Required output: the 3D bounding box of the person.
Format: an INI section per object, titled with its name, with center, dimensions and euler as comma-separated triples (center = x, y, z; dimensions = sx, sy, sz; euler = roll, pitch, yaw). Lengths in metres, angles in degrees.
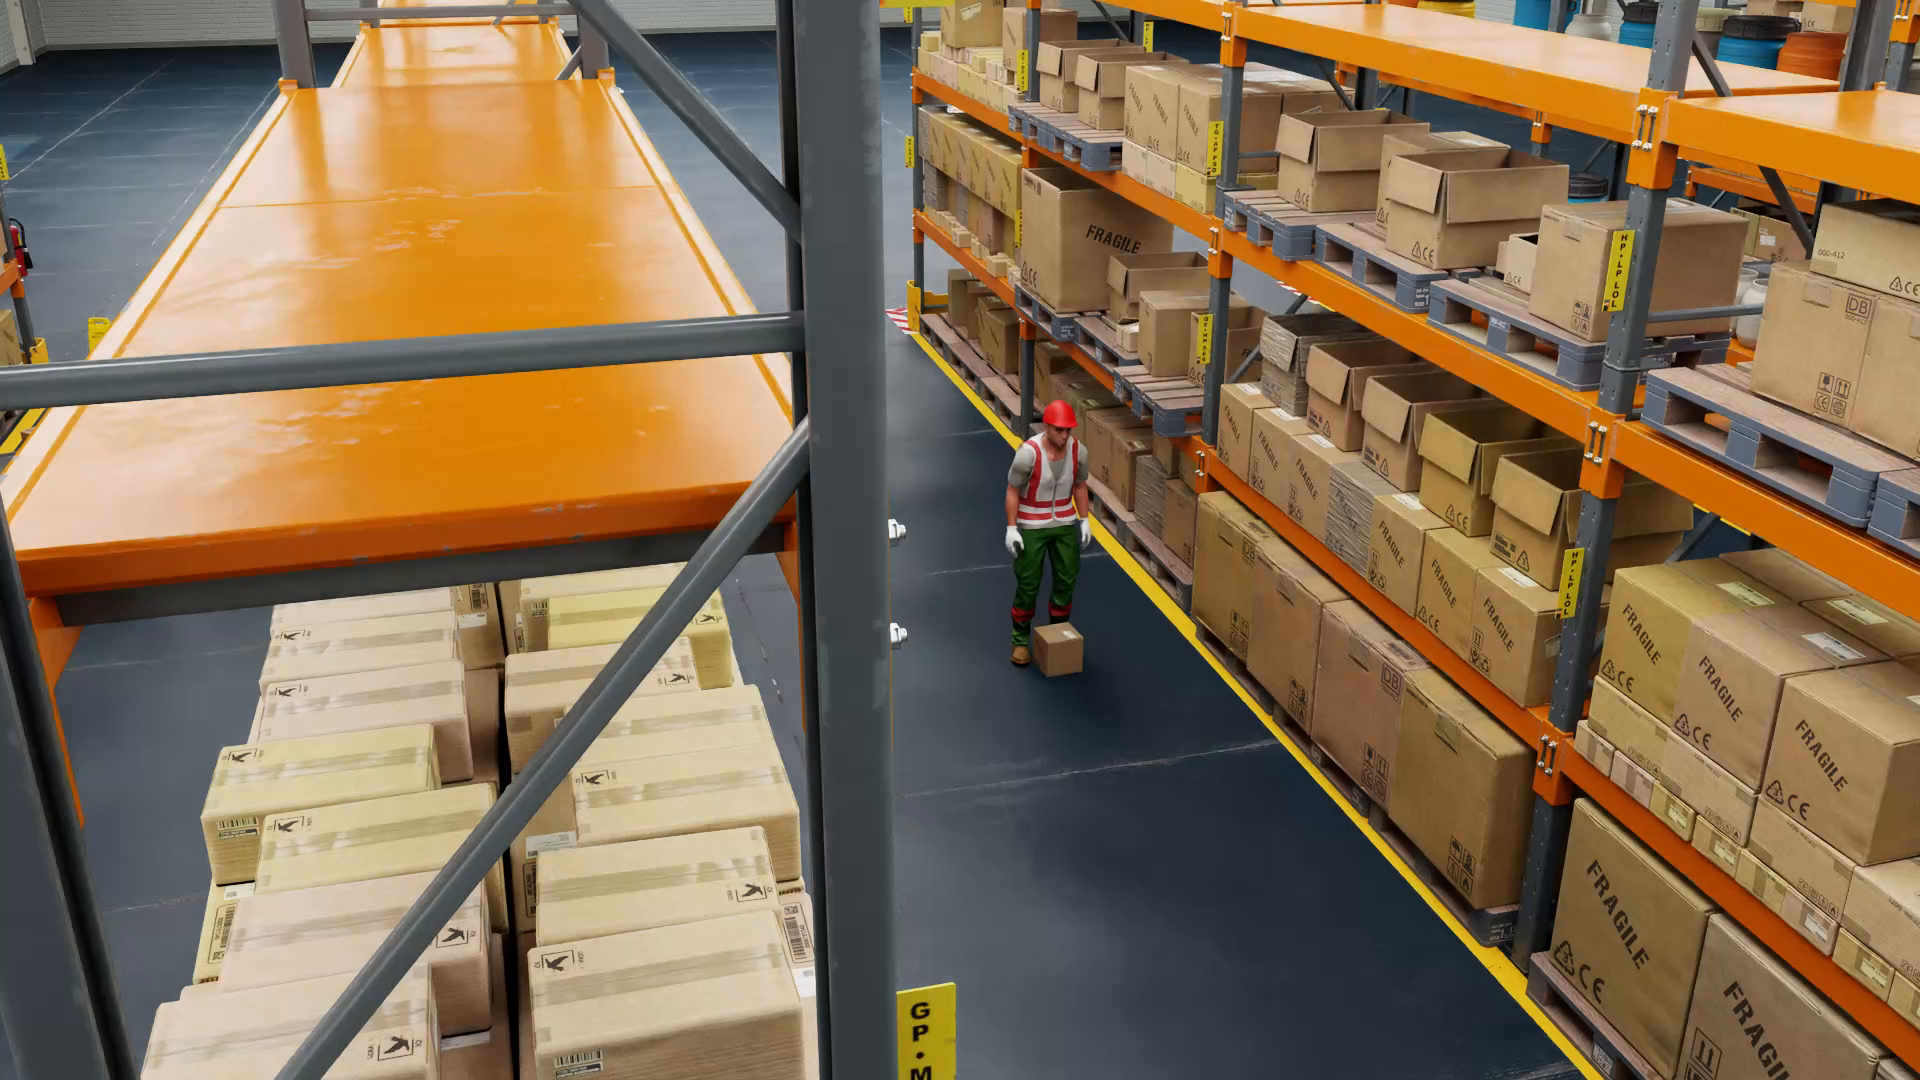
[person]
center = 0.579, -0.069, 10.815
dimensions = 0.610, 1.777, 0.451
euler = -8, 24, -18
